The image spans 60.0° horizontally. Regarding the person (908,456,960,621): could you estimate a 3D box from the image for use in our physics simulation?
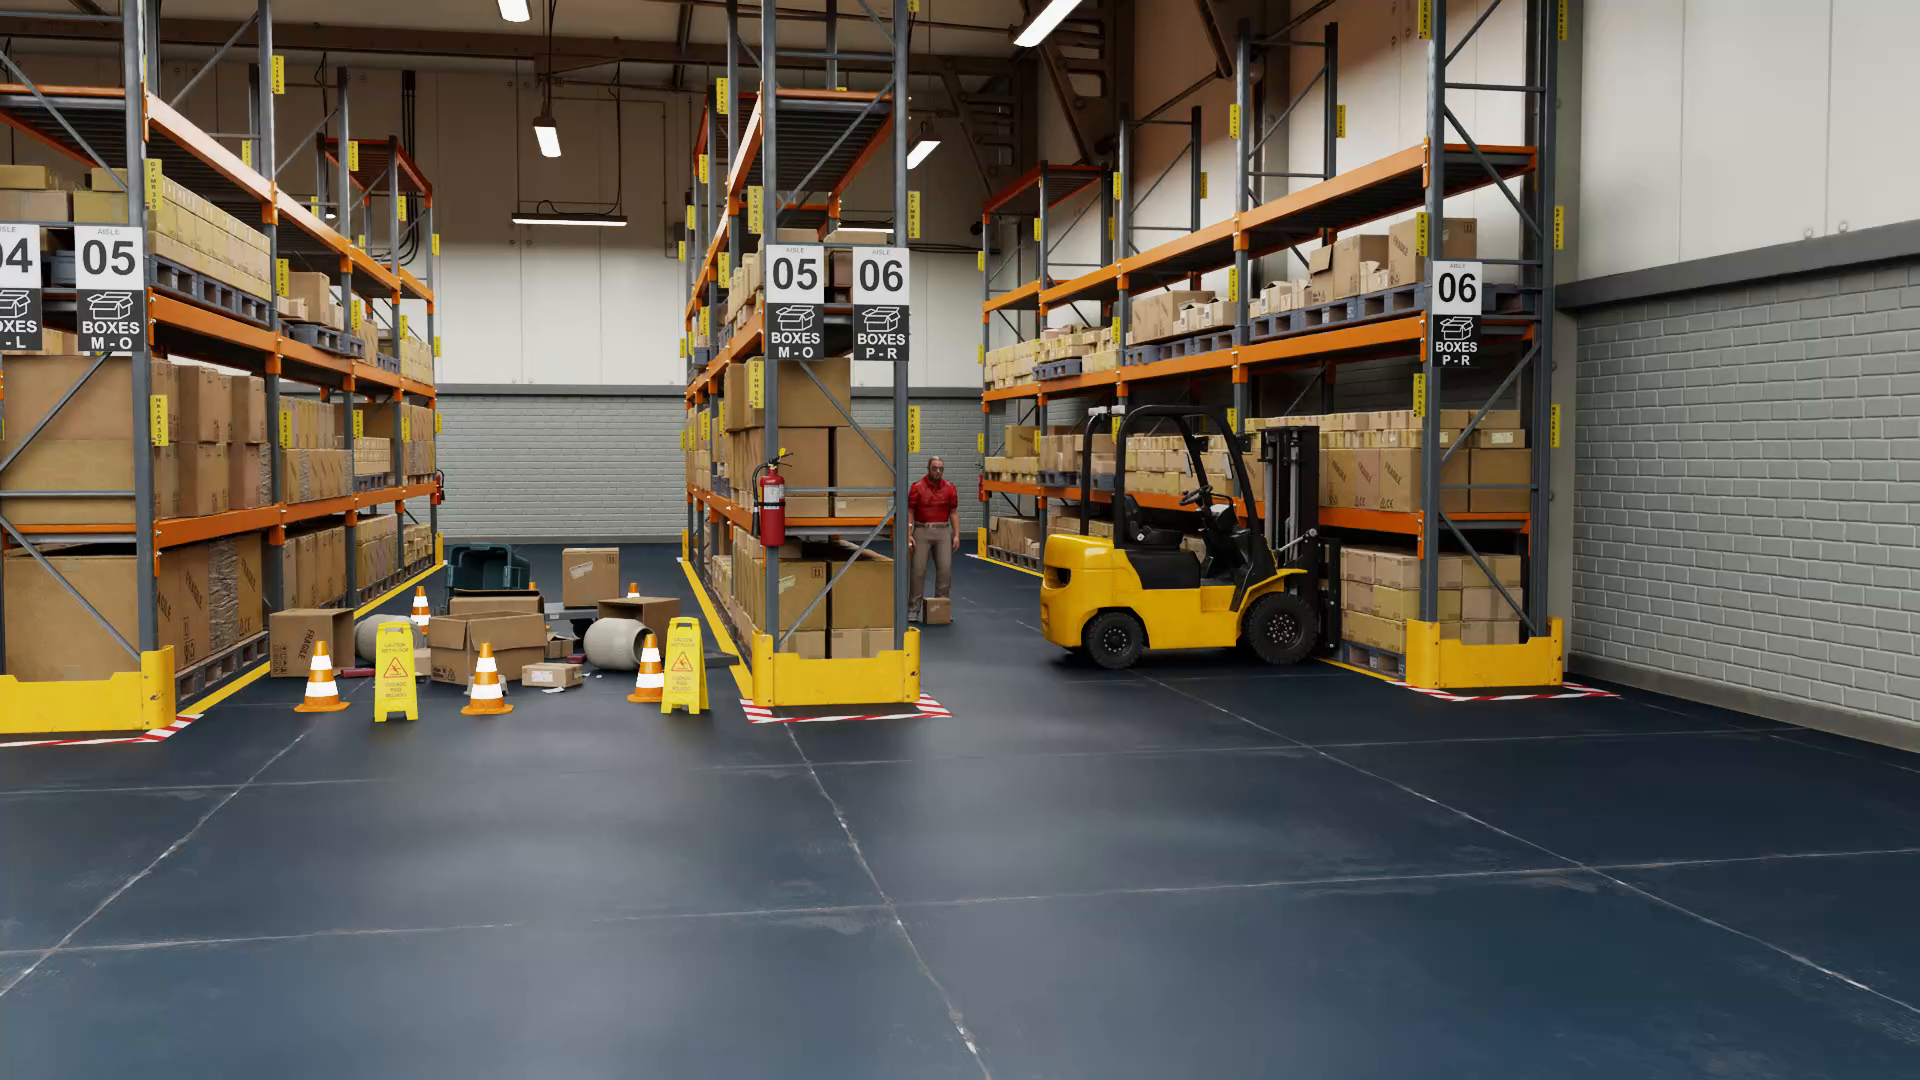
[{"bbox_3d":[-0.293,-0.016,17.521,0.606,1.728,0.400,-1,3,-14],"label":"person"}]
